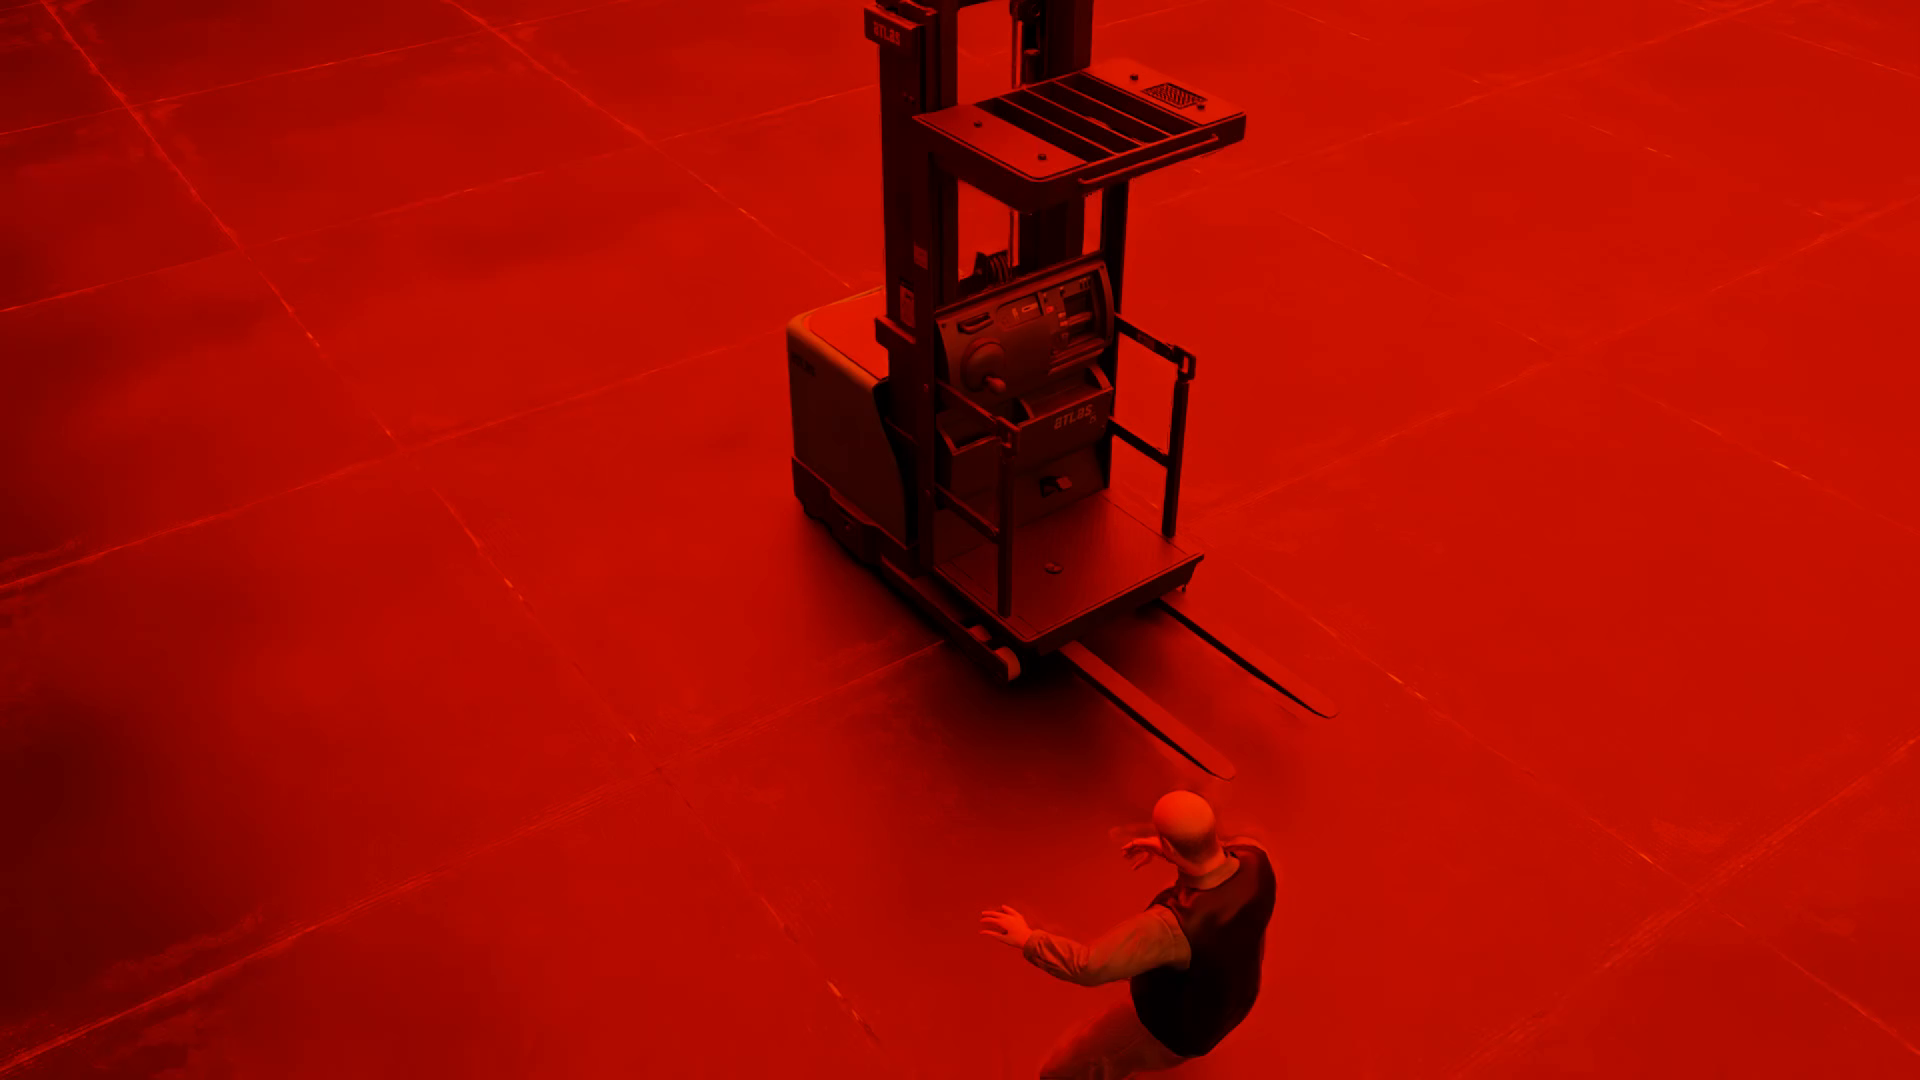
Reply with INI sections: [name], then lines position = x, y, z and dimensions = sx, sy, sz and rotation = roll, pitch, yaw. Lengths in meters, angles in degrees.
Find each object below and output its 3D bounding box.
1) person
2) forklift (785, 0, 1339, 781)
[person]
position = 0.570, 1.358, 5.303
dimensions = 1.297, 1.506, 0.734
rotation = -29, 45, -33
[forklift]
position = 0.426, -0.863, 7.112
dimensions = 1.130, 2.935, 3.031
rotation = -24, 43, -29
